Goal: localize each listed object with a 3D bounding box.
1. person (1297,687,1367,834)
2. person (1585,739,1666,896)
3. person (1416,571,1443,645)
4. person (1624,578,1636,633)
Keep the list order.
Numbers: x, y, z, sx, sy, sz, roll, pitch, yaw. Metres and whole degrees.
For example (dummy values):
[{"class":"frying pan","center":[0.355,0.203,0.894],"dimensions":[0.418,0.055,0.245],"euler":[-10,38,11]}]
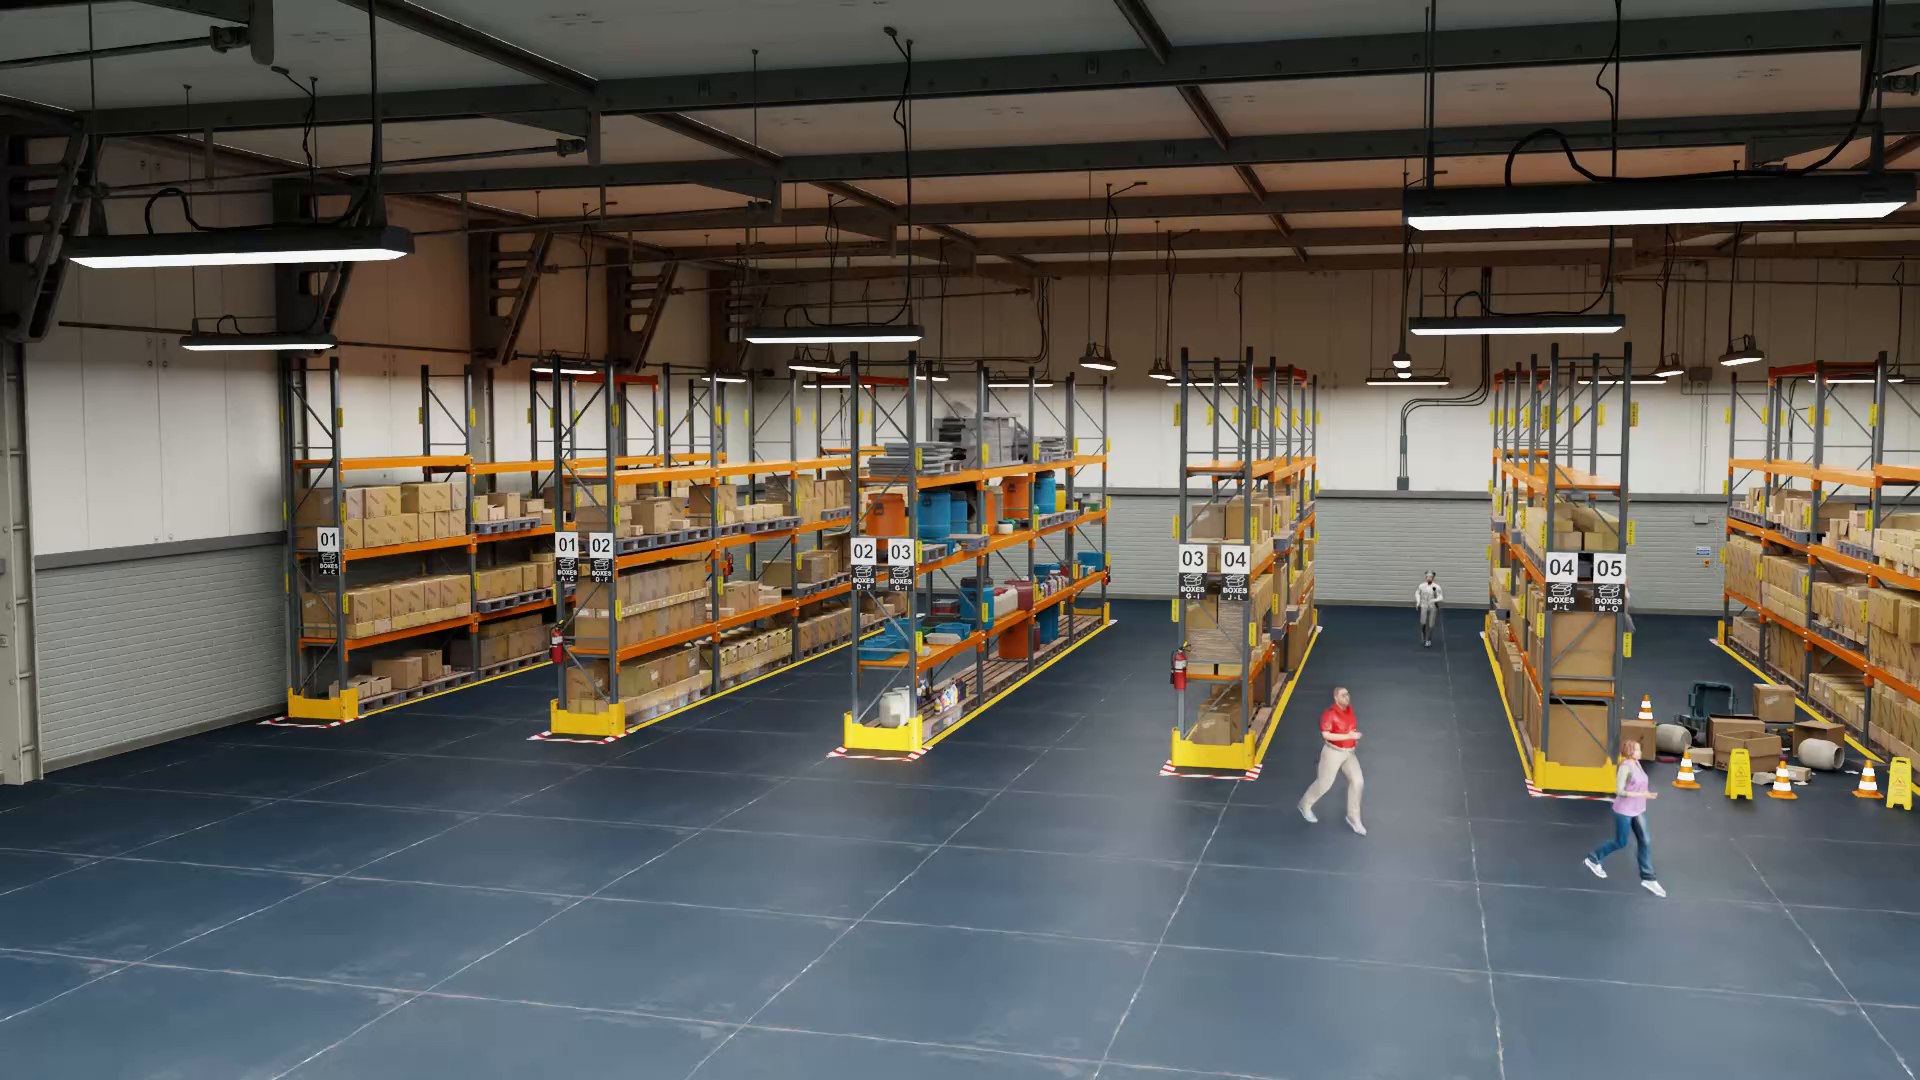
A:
[{"class":"person","center":[4.586,2.661,20.296],"dimensions":[0.670,1.785,0.929],"euler":[-3,5,-34]},{"class":"person","center":[7.058,2.900,17.611],"dimensions":[0.534,1.615,0.863],"euler":[-4,5,-40]},{"class":"person","center":[10.247,1.495,36.362],"dimensions":[0.591,1.655,0.587],"euler":[2,4,20]},{"class":"person","center":[15.239,1.367,38.523],"dimensions":[0.804,1.588,0.591],"euler":[1,4,7]}]
